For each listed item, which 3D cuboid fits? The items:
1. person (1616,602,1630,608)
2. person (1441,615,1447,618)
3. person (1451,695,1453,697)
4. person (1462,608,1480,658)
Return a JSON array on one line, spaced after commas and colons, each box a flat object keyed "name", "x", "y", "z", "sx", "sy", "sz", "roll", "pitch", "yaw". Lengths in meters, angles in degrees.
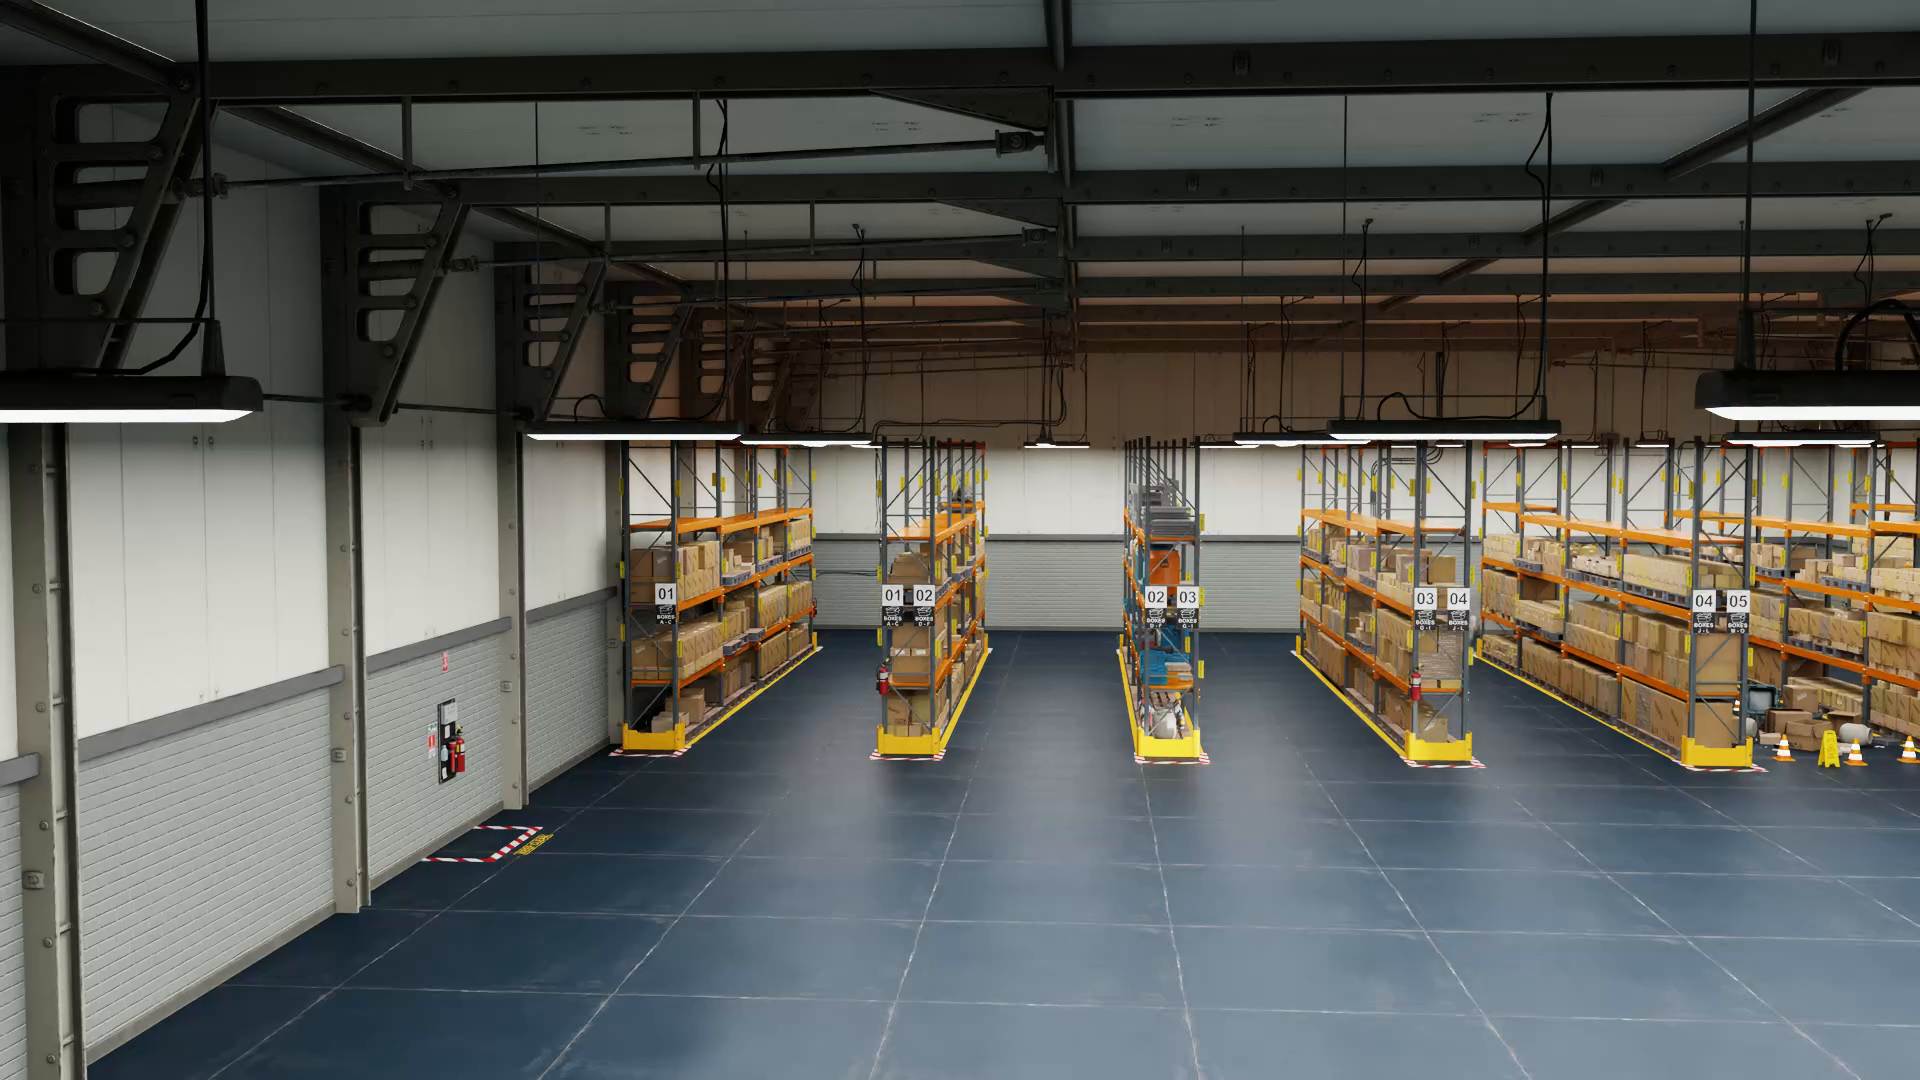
[{"name": "person", "x": 18.882, "y": 2.329, "z": 47.453, "sx": 0.870, "sy": 1.744, "sz": 0.760, "roll": 0, "pitch": 3, "yaw": 8}, {"name": "person", "x": 13.636, "y": 2.438, "z": 47.108, "sx": 0.553, "sy": 1.569, "sz": 0.546, "roll": -1, "pitch": 3, "yaw": -18}, {"name": "person", "x": 11.412, "y": 2.798, "z": 39.045, "sx": 0.511, "sy": 1.713, "sz": 0.825, "roll": 0, "pitch": 3, "yaw": 0}, {"name": "person", "x": 13.054, "y": 2.565, "z": 42.935, "sx": 0.667, "sy": 1.696, "sz": 0.819, "roll": 0, "pitch": 3, "yaw": -5}]
